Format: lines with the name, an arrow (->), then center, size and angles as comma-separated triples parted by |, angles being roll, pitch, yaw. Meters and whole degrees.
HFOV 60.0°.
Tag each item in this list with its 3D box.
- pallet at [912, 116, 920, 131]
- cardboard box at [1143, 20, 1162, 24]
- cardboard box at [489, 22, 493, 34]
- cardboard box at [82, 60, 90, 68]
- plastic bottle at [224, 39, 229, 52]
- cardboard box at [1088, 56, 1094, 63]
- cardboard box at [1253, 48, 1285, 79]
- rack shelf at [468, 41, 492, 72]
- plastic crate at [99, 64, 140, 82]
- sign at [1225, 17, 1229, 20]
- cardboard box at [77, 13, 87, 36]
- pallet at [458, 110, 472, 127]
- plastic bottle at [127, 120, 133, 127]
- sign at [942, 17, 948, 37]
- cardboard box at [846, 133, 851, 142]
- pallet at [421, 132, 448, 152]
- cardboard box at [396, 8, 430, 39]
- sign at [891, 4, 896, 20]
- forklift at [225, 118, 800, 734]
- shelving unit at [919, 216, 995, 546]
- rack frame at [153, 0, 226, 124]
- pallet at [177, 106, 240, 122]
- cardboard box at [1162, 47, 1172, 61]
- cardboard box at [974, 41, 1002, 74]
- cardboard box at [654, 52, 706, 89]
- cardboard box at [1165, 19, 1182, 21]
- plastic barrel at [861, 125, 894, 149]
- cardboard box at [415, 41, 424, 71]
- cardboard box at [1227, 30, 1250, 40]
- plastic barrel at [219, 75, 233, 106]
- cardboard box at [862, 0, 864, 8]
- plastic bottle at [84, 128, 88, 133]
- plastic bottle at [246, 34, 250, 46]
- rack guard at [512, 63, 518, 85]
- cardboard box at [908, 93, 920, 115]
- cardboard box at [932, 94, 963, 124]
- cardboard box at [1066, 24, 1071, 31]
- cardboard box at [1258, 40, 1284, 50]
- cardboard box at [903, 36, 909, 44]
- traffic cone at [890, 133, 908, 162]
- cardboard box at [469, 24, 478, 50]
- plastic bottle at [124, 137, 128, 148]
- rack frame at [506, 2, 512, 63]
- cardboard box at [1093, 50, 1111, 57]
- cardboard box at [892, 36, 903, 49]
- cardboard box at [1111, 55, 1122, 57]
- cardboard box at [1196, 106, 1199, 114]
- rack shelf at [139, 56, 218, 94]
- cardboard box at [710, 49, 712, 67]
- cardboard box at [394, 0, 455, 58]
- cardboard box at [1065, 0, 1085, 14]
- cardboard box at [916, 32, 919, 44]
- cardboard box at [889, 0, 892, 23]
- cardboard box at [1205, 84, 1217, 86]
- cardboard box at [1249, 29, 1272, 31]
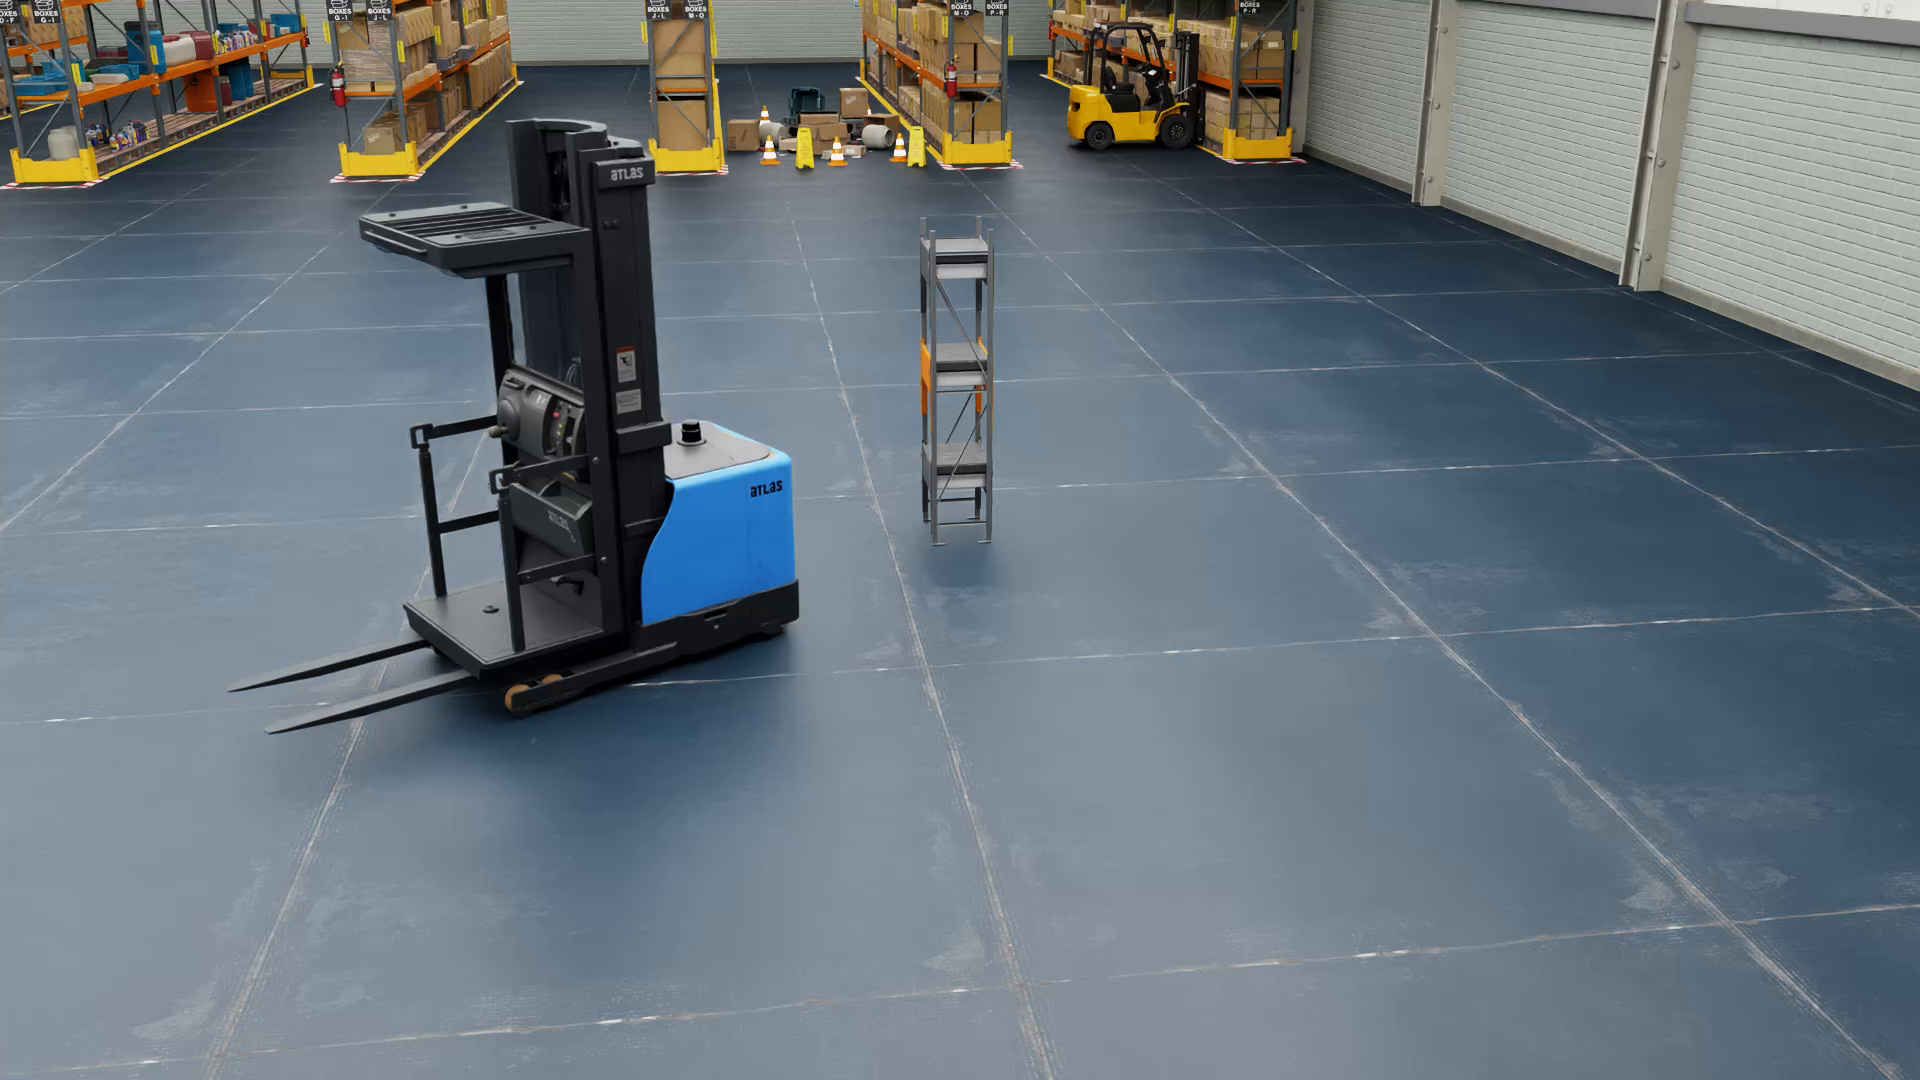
pallet -> -0.389, -8.246, 32.992 | 1.003, 0.211, 1.213 | -3, 21, -8
cardboard box -> 4.011, -10.698, 34.503 | 0.380, 0.149, 0.250 | -2, 21, -7
cardboard box -> -11.043, -11.798, 38.306 | 0.500, 0.250, 0.500 | -3, 21, -9
cardboard box -> -21.293, -11.299, 40.124 | 0.500, 0.500, 0.500 | -3, 21, -8
plastic bottle -> -15.425, -10.385, 34.919 | 0.097, 0.271, 0.097 | 0, 20, 0
cardboard box -> 3.272, -11.496, 39.755 | 0.380, 0.149, 0.250 | -2, 21, -5
cardboard box -> 5.416, -8.382, 29.228 | 0.500, 0.500, 0.500 | -2, 21, -6
rack shelf -> -10.946, -10.523, 36.133 | 1.077, 0.370, 4.000 | -3, 21, -8
plastic crate -> -14.554, -8.094, 28.813 | 0.499, 0.251, 0.616 | -3, 21, -8
sign -> 5.185, -10.006, 32.368 | 0.100, 0.325, 0.005 | -3, 21, -8
cardboard box -> -21.281, -12.345, 39.839 | 0.500, 0.500, 0.500 | -2, 21, -6
pallet -> -10.547, -8.591, 33.916 | 1.003, 0.211, 1.213 | -3, 21, -8
plastic bottle -> -14.747, -7.283, 29.585 | 0.144, 0.351, 0.185 | -3, 21, -8
sign -> -0.250, -8.567, 27.761 | 0.100, 0.325, 0.005 | -3, 21, -8
cardboard box -> -2.281, -7.612, 31.216 | 0.396, 0.266, 0.258 | 17, 27, 39
pallet -> -9.950, -7.246, 30.315 | 1.003, 0.211, 1.213 | -3, 21, -8
cardboard box -> -9.671, -9.123, 29.357 | 0.500, 0.500, 0.500 | -3, 21, -8
sign -> -1.400, -11.181, 35.210 | 0.100, 0.325, 0.005 | -3, 21, -8
forklift -> -2.403, -0.653, 8.776 | 3.031, 2.935, 1.130 | -16, 26, -37
shelving unit -> -0.024, -1.041, 11.002 | 0.431, 2.100, 0.503 | -3, 21, -8
rack frame -> -15.559, -9.918, 33.484 | 1.000, 3.000, 0.127 | -3, 21, -8
pallet -> -15.714, -8.883, 34.697 | 1.003, 0.211, 1.213 | -3, 21, -8
cardboard box -> 4.305, -9.625, 32.915 | 0.500, 0.250, 0.500 | -2, 21, -7
cardboard box -> 0.508, -8.262, 28.482 | 0.500, 0.500, 0.500 | -3, 21, -9
cardboard box -> -4.680, -7.810, 27.624 | 0.875, 0.550, 0.550 | -3, 21, -8
cardboard box -> 4.497, -10.814, 34.813 | 0.380, 0.149, 0.250 | -3, 21, -8
plastic barrel -> -1.494, -7.330, 30.236 | 0.512, 0.421, 0.421 | 12, 24, 30
cardboard box -> -9.869, -8.467, 29.031 | 0.875, 0.500, 0.500 | -3, 21, -8
cardboard box -> 4.886, -8.837, 29.094 | 0.380, 0.149, 0.250 | -3, 21, -8
plastic barrel -> -15.809, -9.545, 35.330 | 0.600, 0.588, 0.708 | -3, 21, -8
cardboard box -> -2.217, -13.772, 42.231 | 0.500, 0.500, 0.500 | -3, 21, -9
plastic bottle -> -15.267, -7.042, 29.036 | 0.061, 0.283, 0.133 | -2, 21, -5
plastic bottle -> -15.707, -10.998, 36.553 | 0.152, 0.276, 0.135 | -3, 21, -8
rack guard -> -11.815, -11.775, 42.028 | 1.175, 0.500, 0.348 | -3, 21, -8
cardboard box -> -0.562, -8.919, 33.965 | 0.950, 0.372, 0.625 | -2, 21, -6
cardboard box -> -0.216, -7.778, 30.011 | 0.500, 0.500, 0.500 | -3, 21, -9
cardboard box -> 2.877, -12.905, 41.841 | 0.380, 0.149, 0.250 | -2, 21, -7
cardboard box -> 5.421, -8.631, 28.967 | 0.380, 0.149, 0.250 | -3, 21, -9
cardboard box -> -0.968, -10.332, 34.351 | 0.380, 0.149, 0.250 | -3, 21, -7
traffic cone -> -1.037, -6.793, 28.743 | 0.336, 0.463, 0.334 | -3, 21, -8
cardboard box -> -10.613, -10.752, 35.575 | 0.500, 0.500, 0.500 | -3, 21, -9
plastic bottle -> -14.437, -6.874, 28.706 | 0.097, 0.201, 0.097 | 0, 20, 0
rack frame -> -11.811, -12.938, 41.569 | 1.000, 3.000, 0.127 | -3, 21, -8
cardboard box -> 3.356, -11.548, 39.468 | 0.380, 0.149, 0.250 | -4, 21, -10
cardboard box -> -1.181, -10.759, 35.951 | 0.500, 0.250, 0.500 | -4, 21, -10
cardboard box -> 3.822, -11.521, 39.821 | 0.380, 0.149, 0.250 | -4, 21, -10
cardboard box -> 4.608, -7.970, 30.884 | 0.500, 0.250, 0.500 | -3, 21, -8
rack shelf -> -15.271, -8.889, 31.756 | 1.077, 0.370, 4.000 | -3, 21, -8
cardboard box -> -4.968, -9.241, 31.527 | 0.500, 0.500, 0.500 | -3, 21, -7
cardboard box -> -10.057, -9.543, 31.022 | 1.000, 1.000, 1.000 | -3, 21, -7
cardboard box -> 2.922, -13.420, 41.576 | 0.500, 0.500, 0.500 | -2, 21, -6
cardboard box -> -0.569, -9.814, 32.037 | 0.500, 0.500, 0.500 | -3, 21, -9
cardboard box -> -1.267, -11.526, 36.217 | 0.500, 0.500, 0.500 | -3, 21, -7
cardboard box -> 4.987, -8.576, 31.792 | 0.500, 0.250, 0.500 | -3, 21, -9
cardboard box -> 5.320, -8.950, 29.396 | 0.380, 0.149, 0.250 | -3, 21, -7
